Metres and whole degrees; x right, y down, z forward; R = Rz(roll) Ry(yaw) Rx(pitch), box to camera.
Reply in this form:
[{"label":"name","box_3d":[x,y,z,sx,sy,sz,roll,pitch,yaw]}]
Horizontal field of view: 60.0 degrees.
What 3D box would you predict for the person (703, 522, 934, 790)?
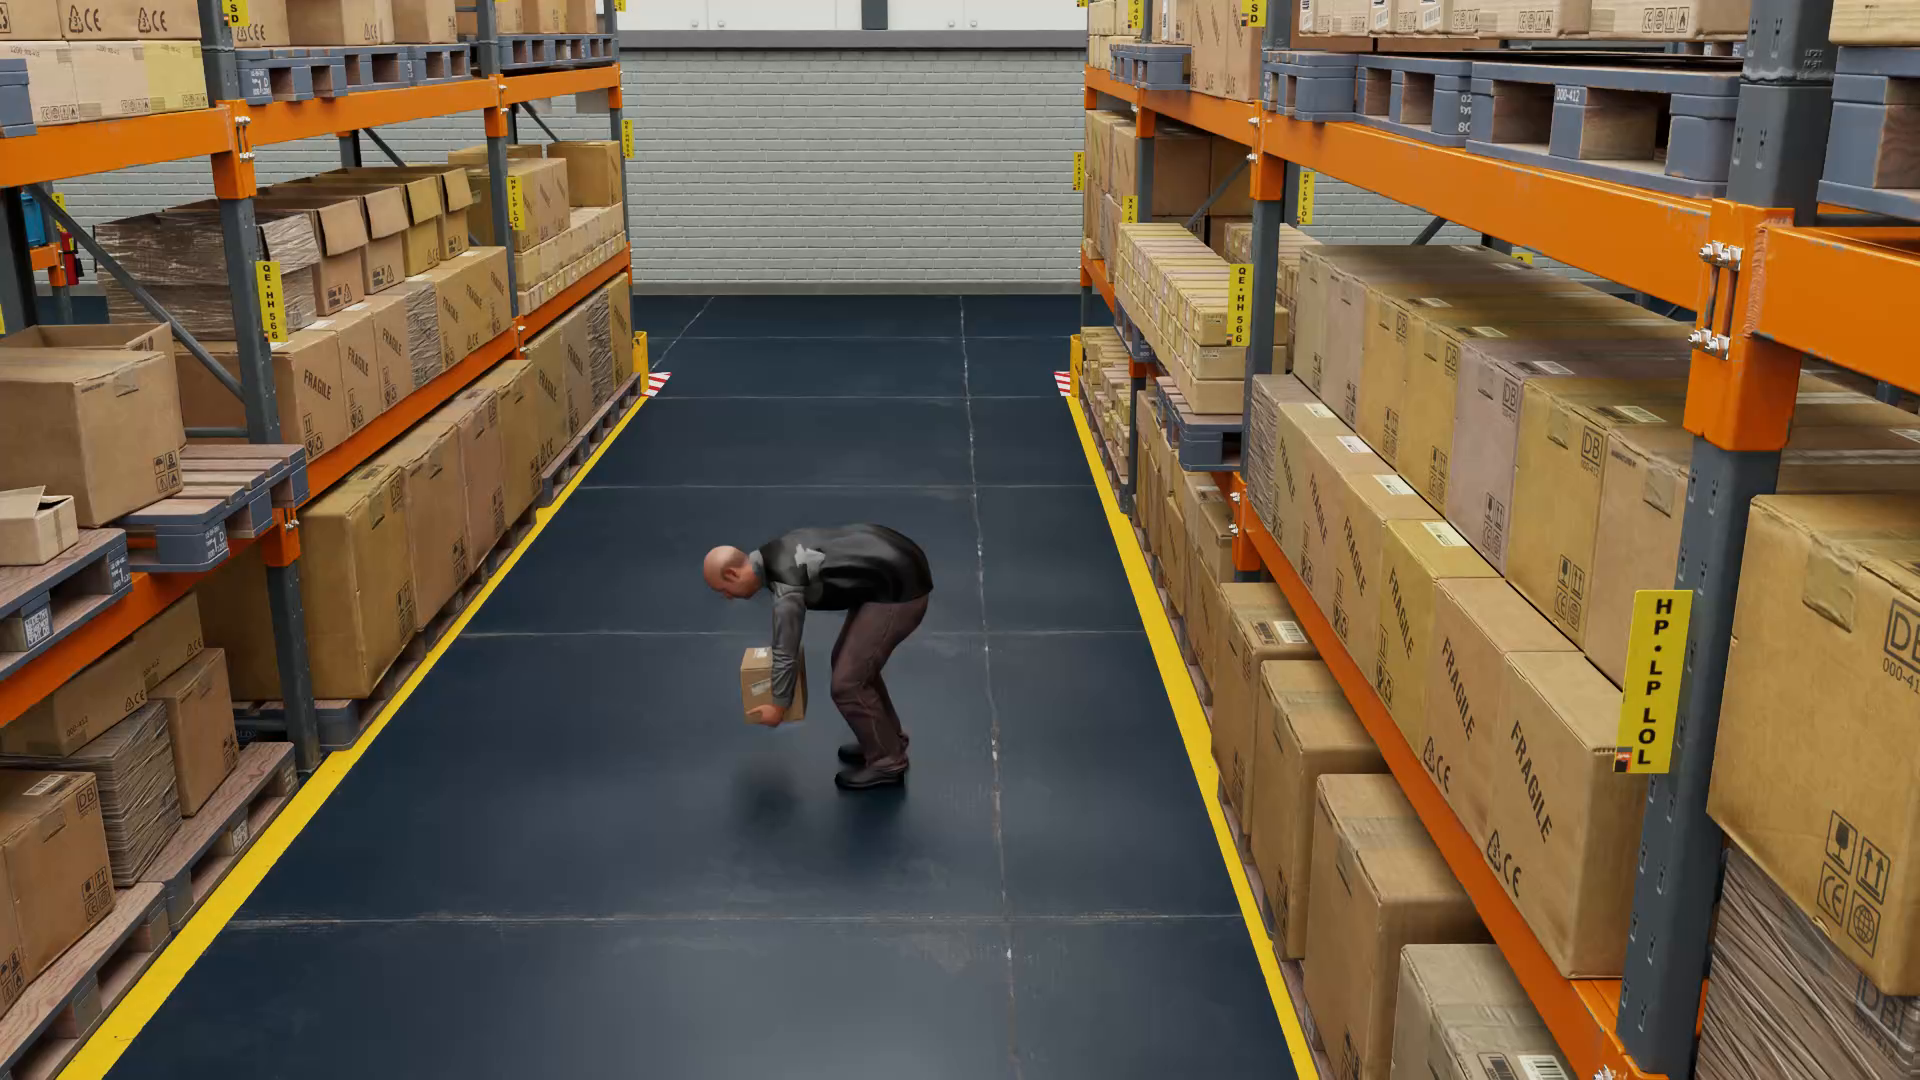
[{"label":"person","box_3d":[-0.593,0.478,7.069,0.960,1.111,0.470,-1,17,-3]}]
